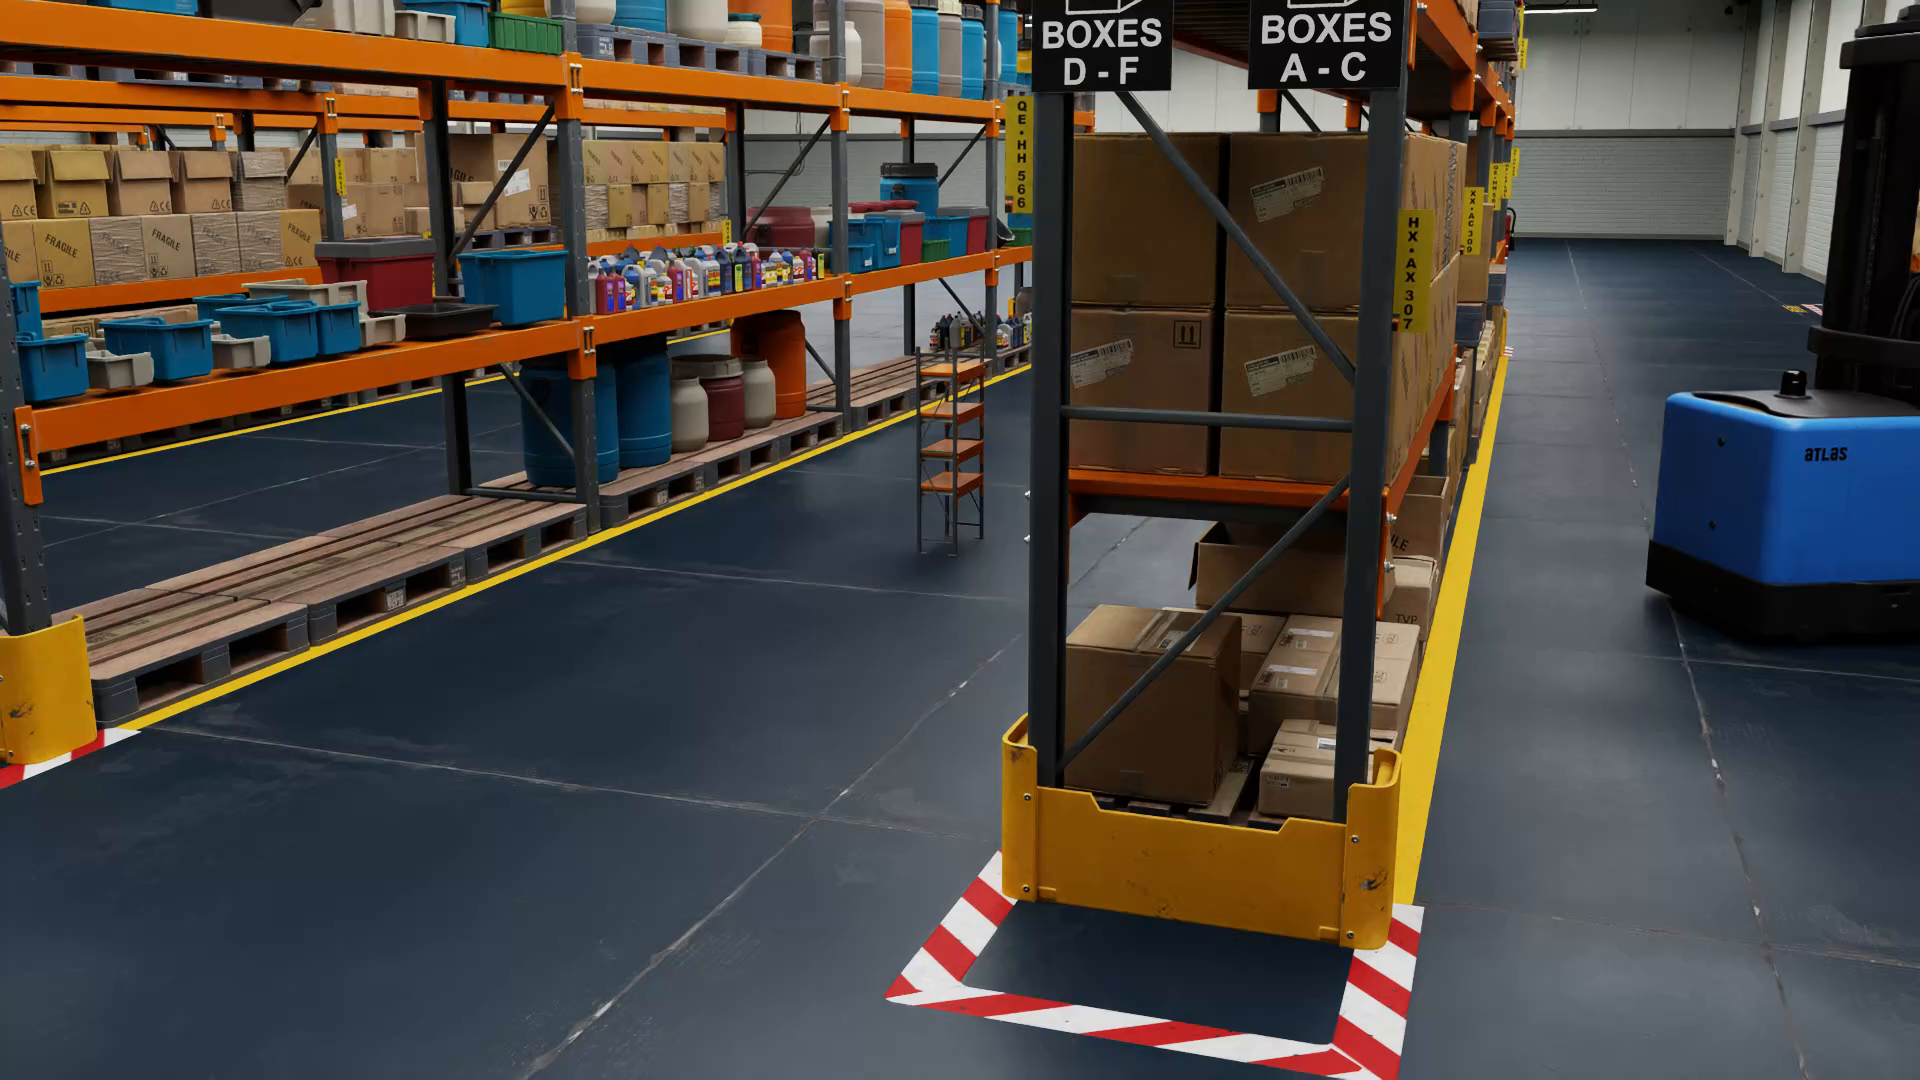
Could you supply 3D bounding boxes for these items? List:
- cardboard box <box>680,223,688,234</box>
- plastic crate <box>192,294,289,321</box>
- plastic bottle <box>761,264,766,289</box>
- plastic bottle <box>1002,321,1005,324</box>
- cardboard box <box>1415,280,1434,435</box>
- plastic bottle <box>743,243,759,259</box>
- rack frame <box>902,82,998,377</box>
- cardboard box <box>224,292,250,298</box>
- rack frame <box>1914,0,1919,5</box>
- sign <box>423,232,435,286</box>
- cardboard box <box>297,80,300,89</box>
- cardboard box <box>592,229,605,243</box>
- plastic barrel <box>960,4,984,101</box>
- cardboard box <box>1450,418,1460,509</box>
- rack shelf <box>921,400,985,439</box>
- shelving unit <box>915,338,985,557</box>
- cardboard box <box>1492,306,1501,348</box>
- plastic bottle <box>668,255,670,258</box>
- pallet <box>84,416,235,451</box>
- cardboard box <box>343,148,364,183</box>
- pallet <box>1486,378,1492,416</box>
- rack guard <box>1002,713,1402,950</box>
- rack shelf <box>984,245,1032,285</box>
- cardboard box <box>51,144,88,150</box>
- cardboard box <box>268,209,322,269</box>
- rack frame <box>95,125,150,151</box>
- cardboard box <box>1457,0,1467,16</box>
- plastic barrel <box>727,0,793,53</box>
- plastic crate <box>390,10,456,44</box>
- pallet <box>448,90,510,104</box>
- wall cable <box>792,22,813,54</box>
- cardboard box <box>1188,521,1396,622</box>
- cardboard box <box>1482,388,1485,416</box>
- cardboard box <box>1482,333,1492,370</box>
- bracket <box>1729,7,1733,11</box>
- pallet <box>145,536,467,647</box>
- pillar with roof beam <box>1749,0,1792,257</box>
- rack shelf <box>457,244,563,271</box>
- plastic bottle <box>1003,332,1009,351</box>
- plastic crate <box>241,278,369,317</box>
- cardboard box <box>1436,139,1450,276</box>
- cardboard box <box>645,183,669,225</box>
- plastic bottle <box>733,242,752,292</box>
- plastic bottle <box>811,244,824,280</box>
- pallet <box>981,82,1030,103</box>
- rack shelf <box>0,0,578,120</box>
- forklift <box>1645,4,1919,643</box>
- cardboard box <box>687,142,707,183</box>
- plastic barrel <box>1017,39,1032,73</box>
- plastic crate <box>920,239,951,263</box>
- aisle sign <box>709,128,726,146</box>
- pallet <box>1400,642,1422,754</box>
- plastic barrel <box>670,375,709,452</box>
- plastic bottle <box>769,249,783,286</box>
[{"bbox_3d":[-3.725,-4.012,21.389,0.380,0.149,0.250,4,14,18],"label":"cardboard box"},{"bbox_3d":[-3.568,-1.092,8.274,0.416,0.233,0.300,4,14,18],"label":"plastic crate"},{"bbox_3d":[-1.478,-1.951,12.239,0.097,0.201,0.097,0,13,0],"label":"plastic bottle"},{"bbox_3d":[0.480,-2.284,18.397,0.097,0.271,0.097,0,13,0],"label":"plastic bottle"},{"bbox_3d":[1.416,-0.674,5.976,0.500,0.500,0.500,4,14,18],"label":"cardboard box"},{"bbox_3d":[-1.703,-2.239,13.336,0.152,0.276,0.135,4,14,18],"label":"plastic bottle"},{"bbox_3d":[-0.107,-3.221,17.357,1.000,3.000,0.127,4,14,18],"label":"rack frame"},{"bbox_3d":[-6.331,-1.760,14.789,1.225,0.875,0.875,4,13,16],"label":"cardboard box"},{"bbox_3d":[10.562,-6.274,17.254,1.000,3.000,0.127,4,14,18],"label":"rack frame"},{"bbox_3d":[-3.215,-1.711,10.122,0.100,0.325,0.005,4,14,18],"label":"sign"},{"bbox_3d":[-6.166,-4.242,15.428,0.500,0.250,0.500,4,14,19],"label":"cardboard box"},{"bbox_3d":[-4.346,-3.530,19.277,0.380,0.149,0.250,4,14,18],"label":"cardboard box"},{"bbox_3d":[-0.066,-4.805,16.430,0.600,0.901,0.708,4,14,18],"label":"plastic barrel"},{"bbox_3d":[2.708,-0.477,9.964,0.500,0.500,0.500,5,14,19],"label":"cardboard box"},{"bbox_3d":[-0.054,-0.703,9.667,0.258,0.148,0.480,4,14,18],"label":"rack shelf"},{"bbox_3d":[-0.054,-0.550,9.702,0.258,1.200,0.503,4,14,18],"label":"shelving unit"},{"bbox_3d":[5.025,-2.168,16.296,0.500,0.500,0.500,4,14,18],"label":"cardboard box"},{"bbox_3d":[-2.209,-2.031,12.433,0.097,0.271,0.097,0,13,0],"label":"plastic bottle"},{"bbox_3d":[-6.810,-0.959,13.715,1.003,0.211,1.213,4,14,18],"label":"pallet"},{"bbox_3d":[-8.717,-5.091,22.790,0.875,0.550,0.550,4,14,18],"label":"cardboard box"},{"bbox_3d":[4.377,-1.346,15.409,1.003,0.211,1.213,4,14,18],"label":"pallet"},{"bbox_3d":[0.721,0.866,5.069,1.175,0.500,0.348,4,14,18],"label":"rack guard"},{"bbox_3d":[0.540,-3.291,19.282,1.077,0.370,4.000,4,14,18],"label":"rack shelf"},{"bbox_3d":[-13.073,-5.470,24.072,0.700,0.500,0.500,4,14,18],"label":"cardboard box"},{"bbox_3d":[-6.013,-2.662,14.685,0.500,0.500,0.500,5,14,20],"label":"cardboard box"},{"bbox_3d":[-12.876,-5.133,25.735,1.000,3.000,0.127,4,14,18],"label":"rack frame"},{"bbox_3d":[1.759,-2.236,6.640,0.500,0.250,0.500,4,14,18],"label":"cardboard box"},{"bbox_3d":[-1.587,-4.136,12.716,0.600,0.830,0.708,4,14,18],"label":"plastic barrel"},{"bbox_3d":[-2.747,-2.575,8.379,0.293,0.136,0.466,4,14,18],"label":"plastic crate"},{"bbox_3d":[-5.427,-4.607,17.113,1.213,0.211,1.003,4,14,18],"label":"pallet"},{"bbox_3d":[-4.181,-15.928,55.177,3.097,2.526,0.112,4,14,18],"label":"wall cable"},{"bbox_3d":[1.387,0.220,6.905,0.797,0.503,0.637,4,14,18],"label":"cardboard box"},{"bbox_3d":[4.056,-1.190,13.696,0.500,0.250,0.500,4,13,17],"label":"cardboard box"},{"bbox_3d":[4.393,-1.680,14.582,0.500,0.311,0.500,4,14,18],"label":"cardboard box"},{"bbox_3d":[21.234,-14.624,45.746,0.076,0.066,3.189,4,14,18],"label":"bracket"},{"bbox_3d":[-3.289,0.239,8.468,1.003,0.211,1.213,4,14,18],"label":"pallet"},{"bbox_3d":[14.845,-11.428,39.833,9.100,9.000,0.548,4,14,18],"label":"pillar with roof beam"},{"bbox_3d":[-5.440,-2.805,17.154,1.077,0.370,4.000,4,14,18],"label":"rack shelf"},{"bbox_3d":[0.477,-2.149,17.963,0.097,0.201,0.097,0,13,0],"label":"plastic bottle"},{"bbox_3d":[-3.364,-1.199,8.633,0.437,0.282,0.530,4,14,18],"label":"plastic crate"},{"bbox_3d":[1.581,-1.270,6.338,0.500,0.500,0.500,4,14,18],"label":"cardboard box"},{"bbox_3d":[-4.127,-4.179,20.662,0.875,0.500,0.500,4,14,18],"label":"cardboard box"},{"bbox_3d":[-1.589,-1.967,11.977,0.144,0.351,0.185,4,14,18],"label":"plastic bottle"},{"bbox_3d":[-1.128,-2.206,13.172,0.061,0.283,0.133,4,14,18],"label":"plastic bottle"},{"bbox_3d":[0.034,-4.750,17.741,1.213,0.211,1.003,4,14,18],"label":"pallet"},{"bbox_3d":[-3.342,-2.227,7.878,1.077,0.370,4.000,4,14,18],"label":"rack shelf"},{"bbox_3d":[5.128,-1.081,8.139,3.031,2.935,1.130,-2,13,-9],"label":"forklift"},{"bbox_3d":[-3.600,-4.861,21.405,0.500,0.500,0.500,4,14,18],"label":"cardboard box"},{"bbox_3d":[0.939,-5.572,19.554,0.600,0.588,0.600,0,13,0],"label":"plastic barrel"},{"bbox_3d":[-0.403,-2.730,15.685,0.450,0.188,0.662,4,14,18],"label":"plastic crate"},{"bbox_3d":[-3.195,-5.678,22.283,0.394,0.787,0.004,4,14,18],"label":"aisle sign"},{"bbox_3d":[1.374,0.583,6.959,1.003,0.211,1.213,4,14,18],"label":"pallet"},{"bbox_3d":[-2.007,-0.903,11.850,0.421,0.512,0.421,0,13,0],"label":"plastic barrel"},{"bbox_3d":[-1.383,-2.046,12.501,0.097,0.271,0.097,0,13,0],"label":"plastic bottle"}]
